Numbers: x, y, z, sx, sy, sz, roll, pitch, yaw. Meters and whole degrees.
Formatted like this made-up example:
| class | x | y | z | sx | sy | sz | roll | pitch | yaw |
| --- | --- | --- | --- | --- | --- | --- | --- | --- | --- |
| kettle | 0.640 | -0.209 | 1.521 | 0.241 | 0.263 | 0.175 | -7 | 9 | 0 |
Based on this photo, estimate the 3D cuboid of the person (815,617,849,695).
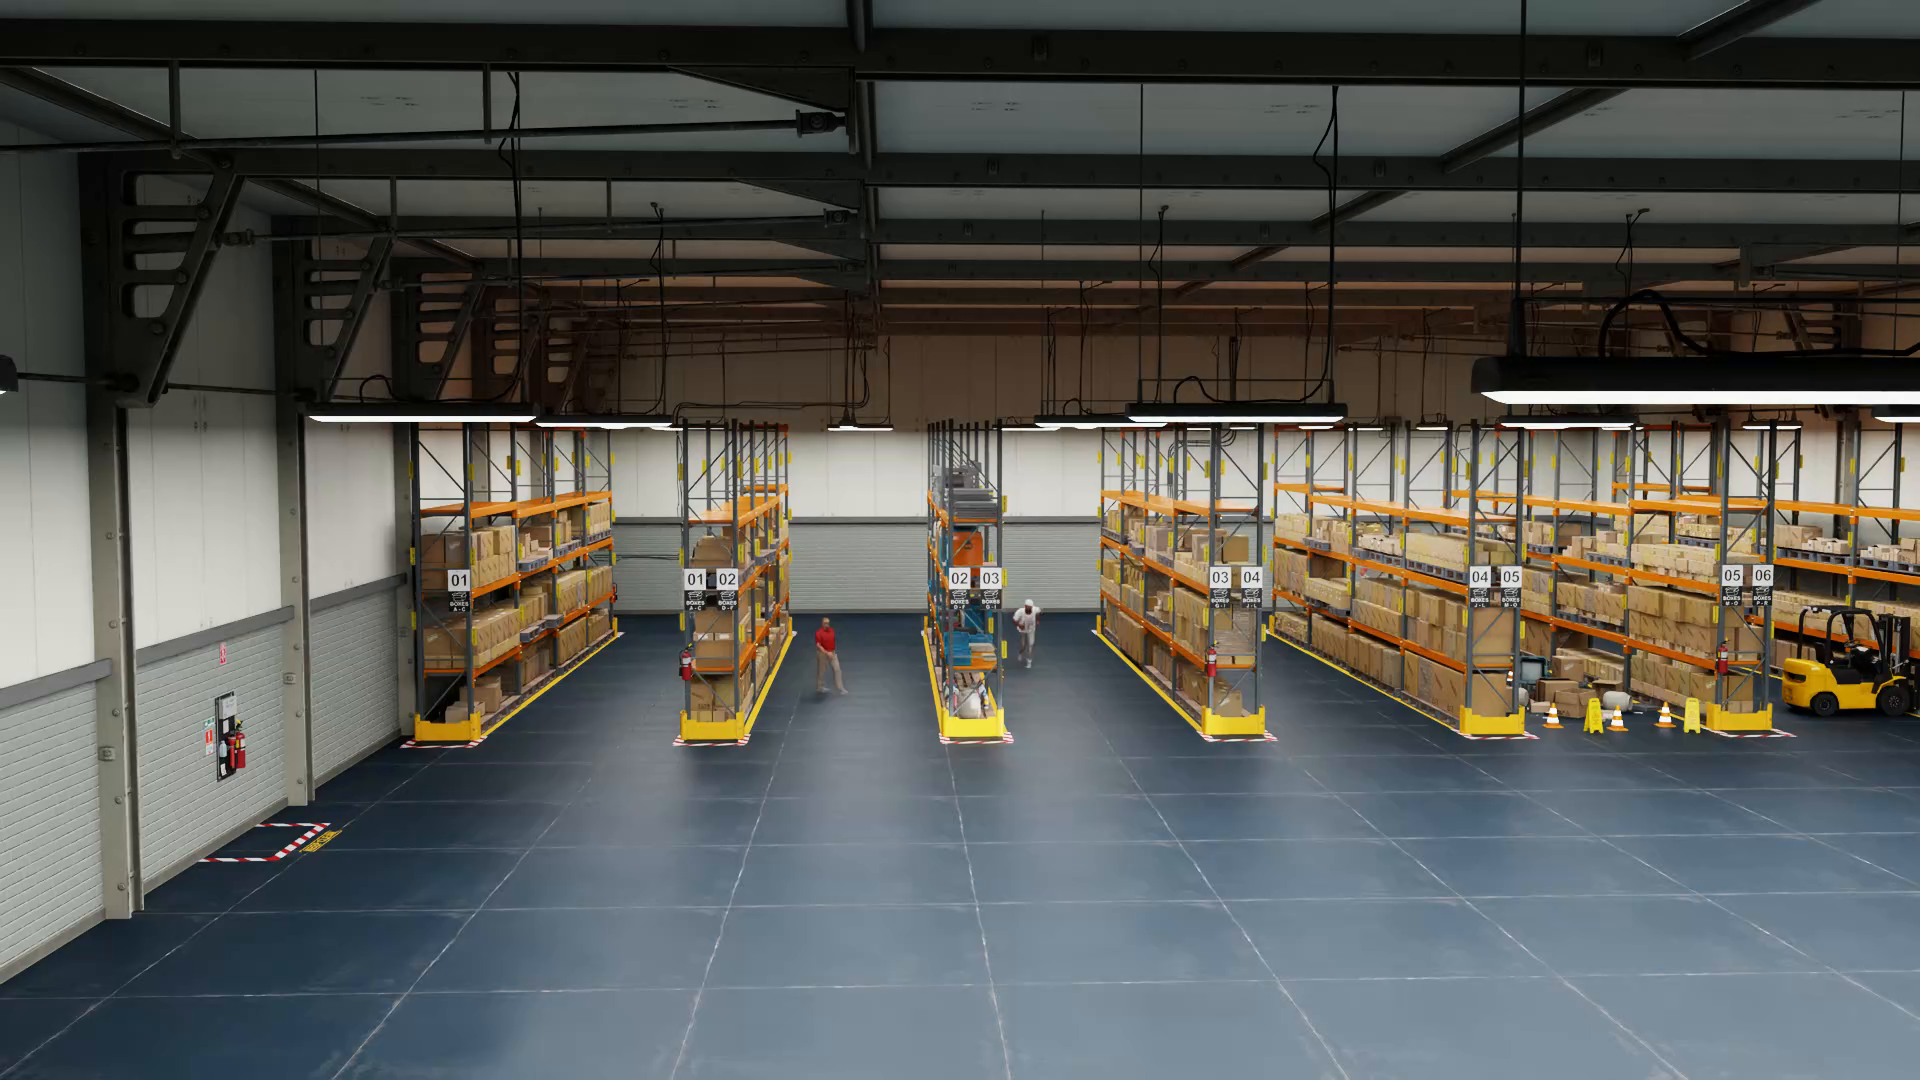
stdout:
| class | x | y | z | sx | sy | sz | roll | pitch | yaw |
| --- | --- | --- | --- | --- | --- | --- | --- | --- | --- |
| person | -2.875 | 2.522 | 36.274 | 0.628 | 1.676 | 0.920 | -3 | 5 | -40 |

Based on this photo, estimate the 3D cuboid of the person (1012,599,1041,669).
| class | x | y | z | sx | sy | sz | roll | pitch | yaw |
| --- | --- | --- | --- | --- | --- | --- | --- | --- | --- |
| person | 1.616 | 2.279 | 40.934 | 0.743 | 1.715 | 1.052 | -1 | 4 | -15 |

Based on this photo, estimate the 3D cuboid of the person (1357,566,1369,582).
| class | x | y | z | sx | sy | sz | roll | pitch | yaw |
| --- | --- | --- | --- | --- | --- | --- | --- | --- | --- |
| person | 11.979 | 1.667 | 49.562 | 0.734 | 1.818 | 0.637 | -1 | 4 | -13 |
